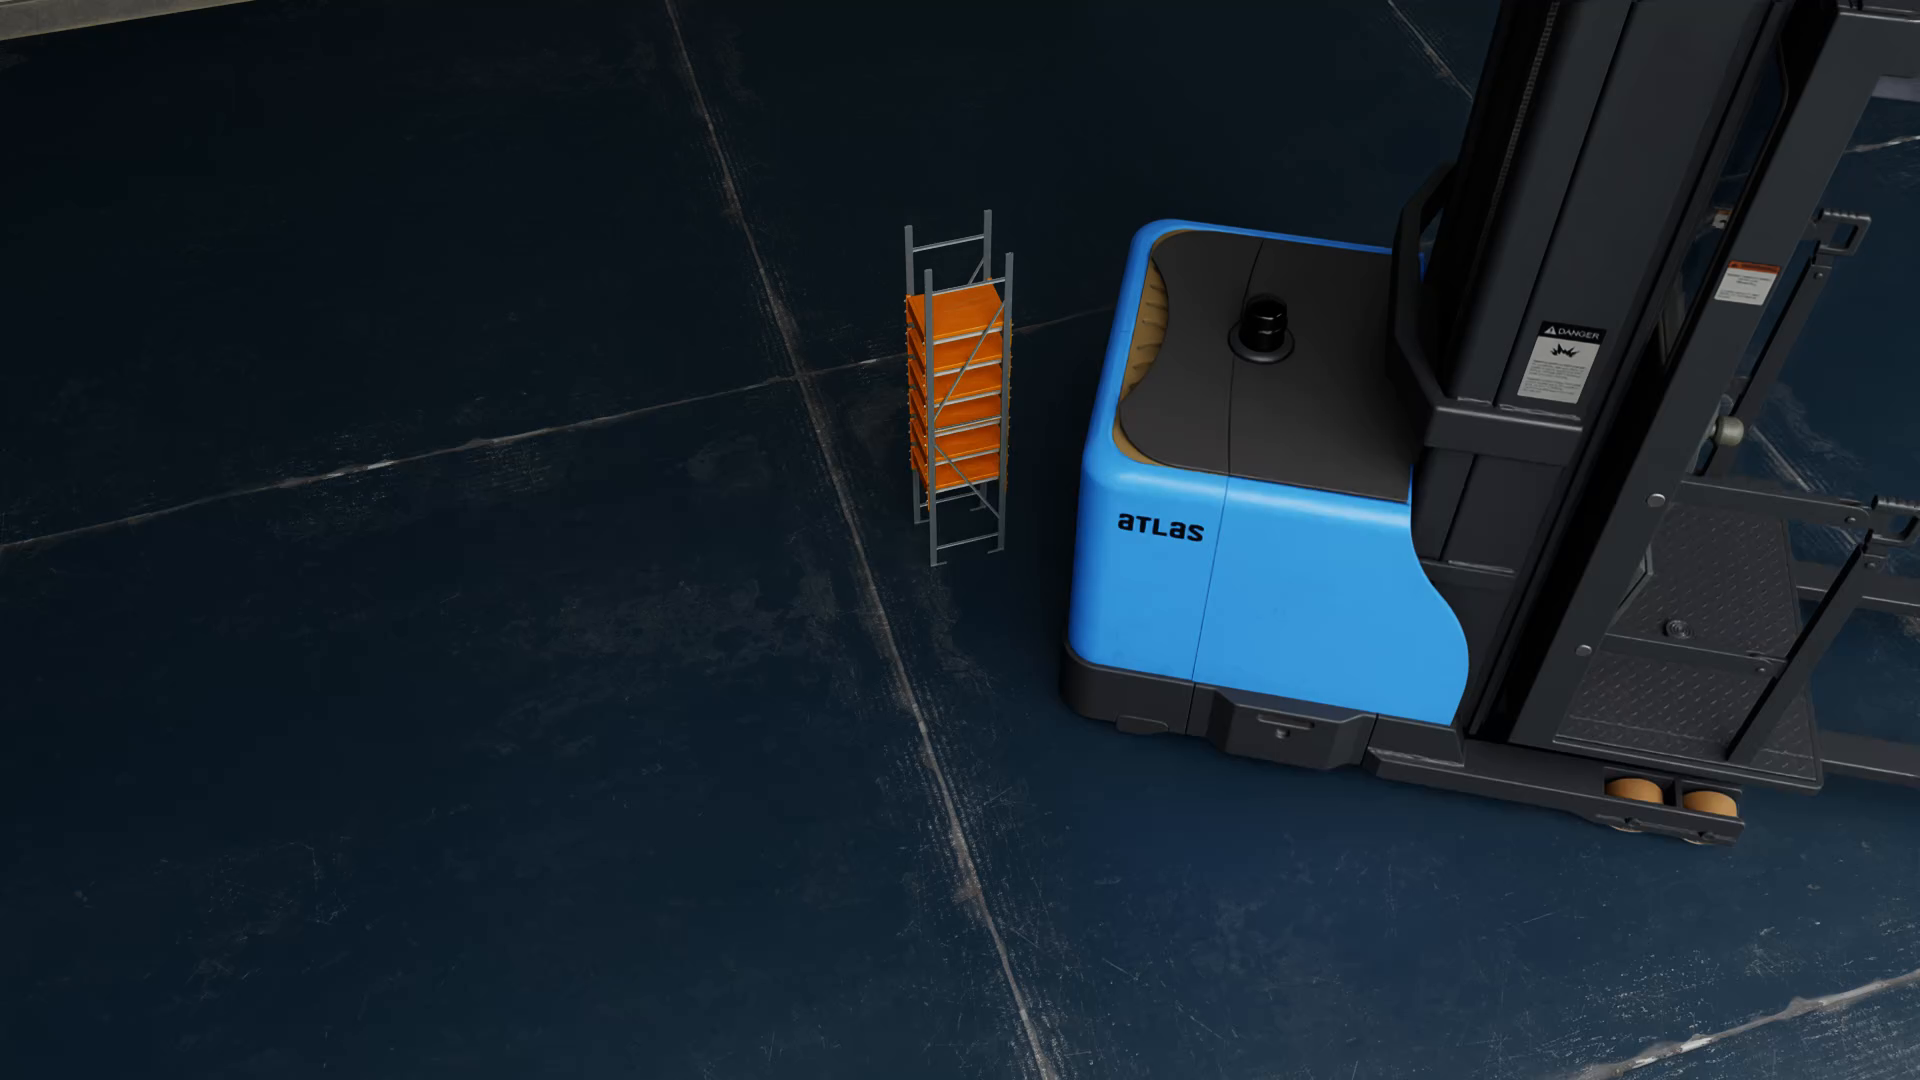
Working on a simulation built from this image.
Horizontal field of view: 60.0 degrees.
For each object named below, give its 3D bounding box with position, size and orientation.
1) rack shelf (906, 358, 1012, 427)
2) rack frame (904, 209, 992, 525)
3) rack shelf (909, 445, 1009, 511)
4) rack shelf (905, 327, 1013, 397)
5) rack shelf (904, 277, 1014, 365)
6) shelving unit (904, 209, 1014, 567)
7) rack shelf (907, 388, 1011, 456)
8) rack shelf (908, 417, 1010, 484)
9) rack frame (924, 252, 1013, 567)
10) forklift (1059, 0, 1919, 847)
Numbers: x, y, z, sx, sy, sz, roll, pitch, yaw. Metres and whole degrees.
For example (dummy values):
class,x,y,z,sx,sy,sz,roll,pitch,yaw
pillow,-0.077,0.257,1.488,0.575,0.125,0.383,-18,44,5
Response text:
class,x,y,z,sx,sy,sz,roll,pitch,yaw
rack shelf,-0.004,-0.446,4.742,0.258,0.103,0.180,-13,51,-11
rack frame,-0.031,-0.464,4.857,0.240,1.200,0.006,-13,51,-11
rack shelf,-0.004,-0.214,5.018,0.258,0.103,0.180,-13,51,-11
rack shelf,-0.004,-0.523,4.651,0.258,0.103,0.180,-13,51,-11
rack shelf,-0.004,-0.601,4.559,0.258,0.103,0.180,-13,51,-11
shelving unit,-0.004,-0.397,4.800,0.258,1.200,0.189,-13,51,-11
rack shelf,-0.004,-0.369,4.834,0.258,0.103,0.180,-13,51,-11
rack shelf,-0.004,-0.291,4.926,0.258,0.103,0.180,-13,51,-11
rack frame,0.023,-0.330,4.744,0.240,1.200,0.006,-13,51,-11
forklift,1.856,-0.559,3.804,3.031,2.935,1.130,9,51,8
